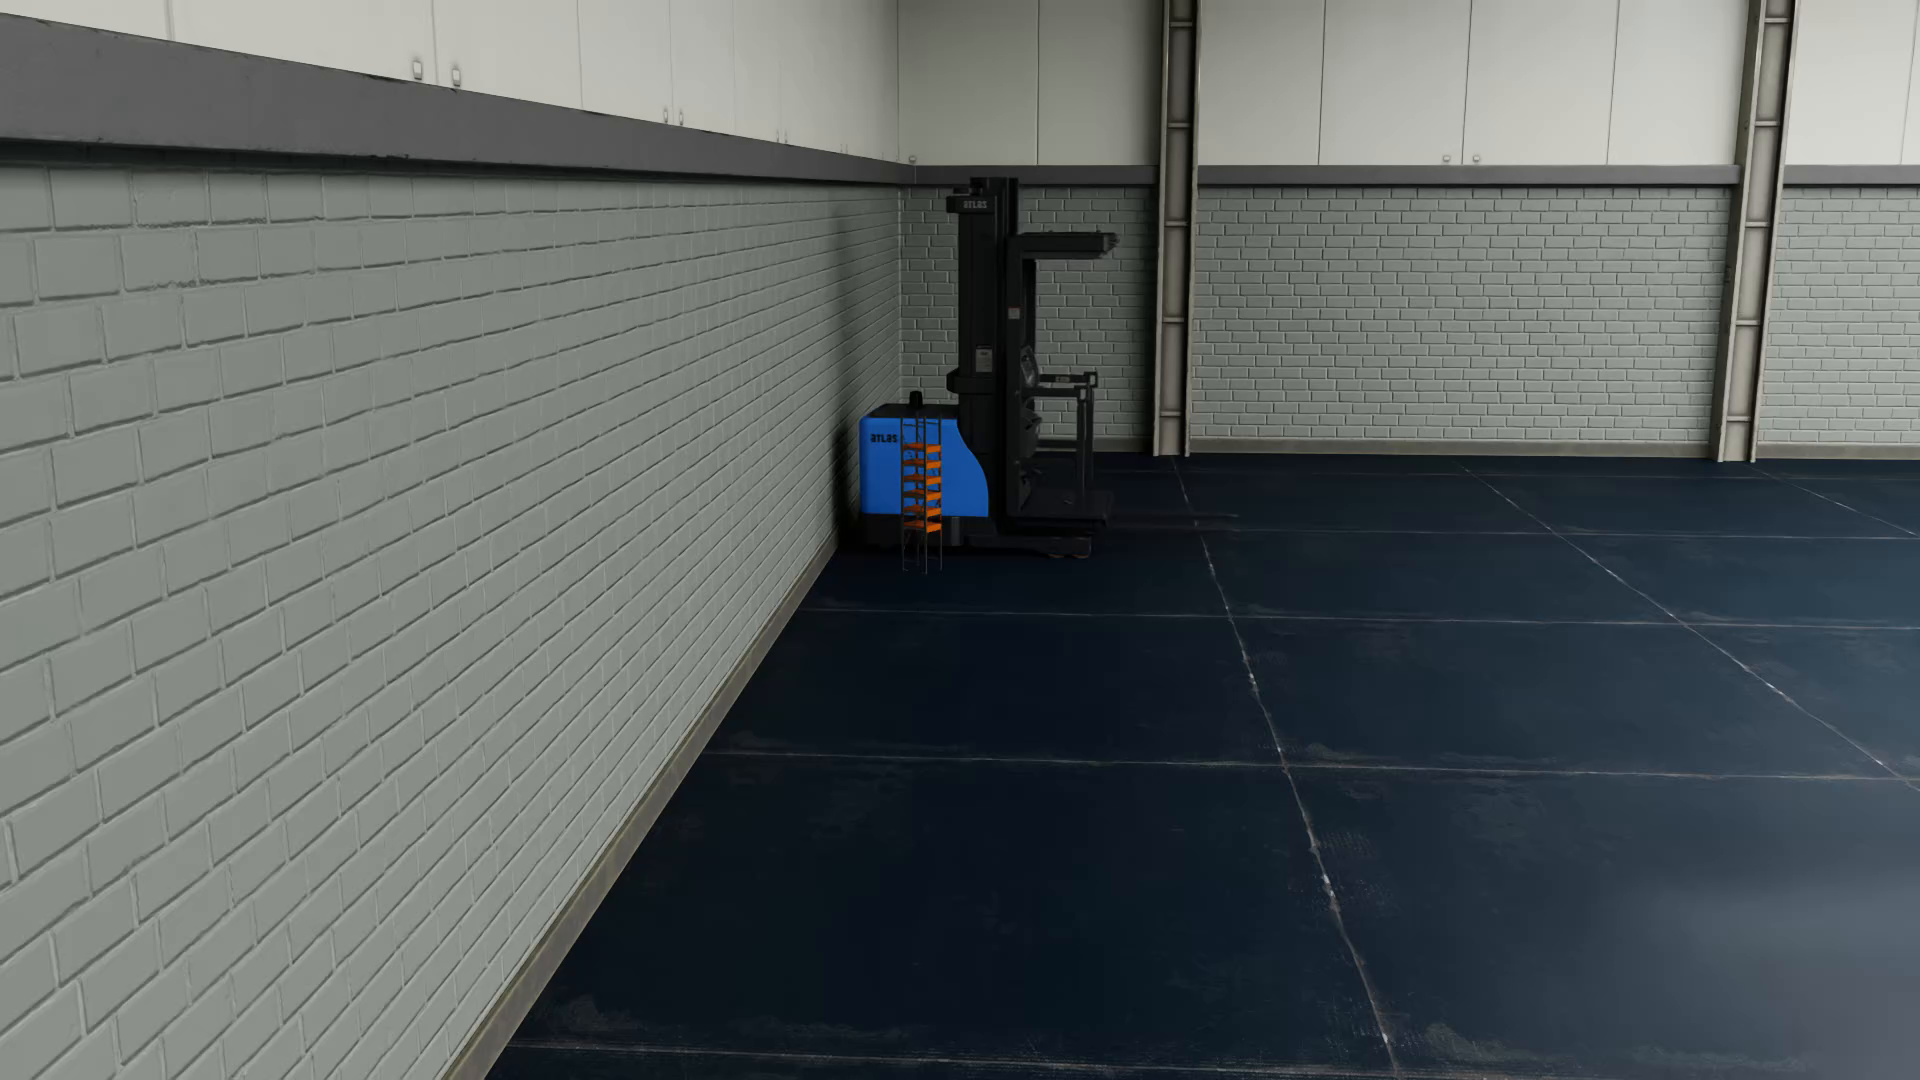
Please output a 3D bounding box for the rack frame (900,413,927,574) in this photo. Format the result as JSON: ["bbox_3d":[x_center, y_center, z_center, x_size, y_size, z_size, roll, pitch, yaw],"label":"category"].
[{"bbox_3d":[-0.349,-0.345,12.487,0.240,1.200,0.006,9,15,36],"label":"rack frame"}]

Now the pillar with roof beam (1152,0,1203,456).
[{"bbox_3d":[2.026,-4.472,13.169,0.400,9.000,9.100,1,12,4],"label":"pillar with roof beam"}]

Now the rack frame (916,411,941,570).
[{"bbox_3d":[-0.239,-0.375,12.630,0.240,1.200,0.006,9,15,36],"label":"rack frame"}]

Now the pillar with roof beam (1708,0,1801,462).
[{"bbox_3d":[8.013,-4.390,12.776,0.400,9.000,9.100,1,12,4],"label":"pillar with roof beam"}]

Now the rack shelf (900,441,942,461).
[{"bbox_3d":[-0.294,-0.669,12.494,0.258,0.103,0.180,9,15,36],"label":"rack shelf"}]

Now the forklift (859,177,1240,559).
[{"bbox_3d":[0.747,-1.402,13.311,3.031,2.935,1.130,2,12,8],"label":"forklift"}]

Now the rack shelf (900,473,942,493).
[{"bbox_3d":[-0.294,-0.434,12.543,0.258,0.103,0.180,9,15,36],"label":"rack shelf"}]

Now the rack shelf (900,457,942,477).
[{"bbox_3d":[-0.294,-0.551,12.518,0.258,0.103,0.180,9,15,36],"label":"rack shelf"}]

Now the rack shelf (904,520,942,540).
[{"bbox_3d":[-0.294,-0.082,12.617,0.258,0.103,0.180,9,15,36],"label":"rack shelf"}]

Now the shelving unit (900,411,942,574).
[{"bbox_3d":[-0.294,-0.360,12.558,0.258,1.200,0.189,9,15,36],"label":"shelving unit"}]

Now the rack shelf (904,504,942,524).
[{"bbox_3d":[-0.294,-0.199,12.592,0.258,0.103,0.180,9,15,36],"label":"rack shelf"}]

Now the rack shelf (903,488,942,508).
[{"bbox_3d":[-0.294,-0.316,12.568,0.258,0.103,0.180,9,15,36],"label":"rack shelf"}]
